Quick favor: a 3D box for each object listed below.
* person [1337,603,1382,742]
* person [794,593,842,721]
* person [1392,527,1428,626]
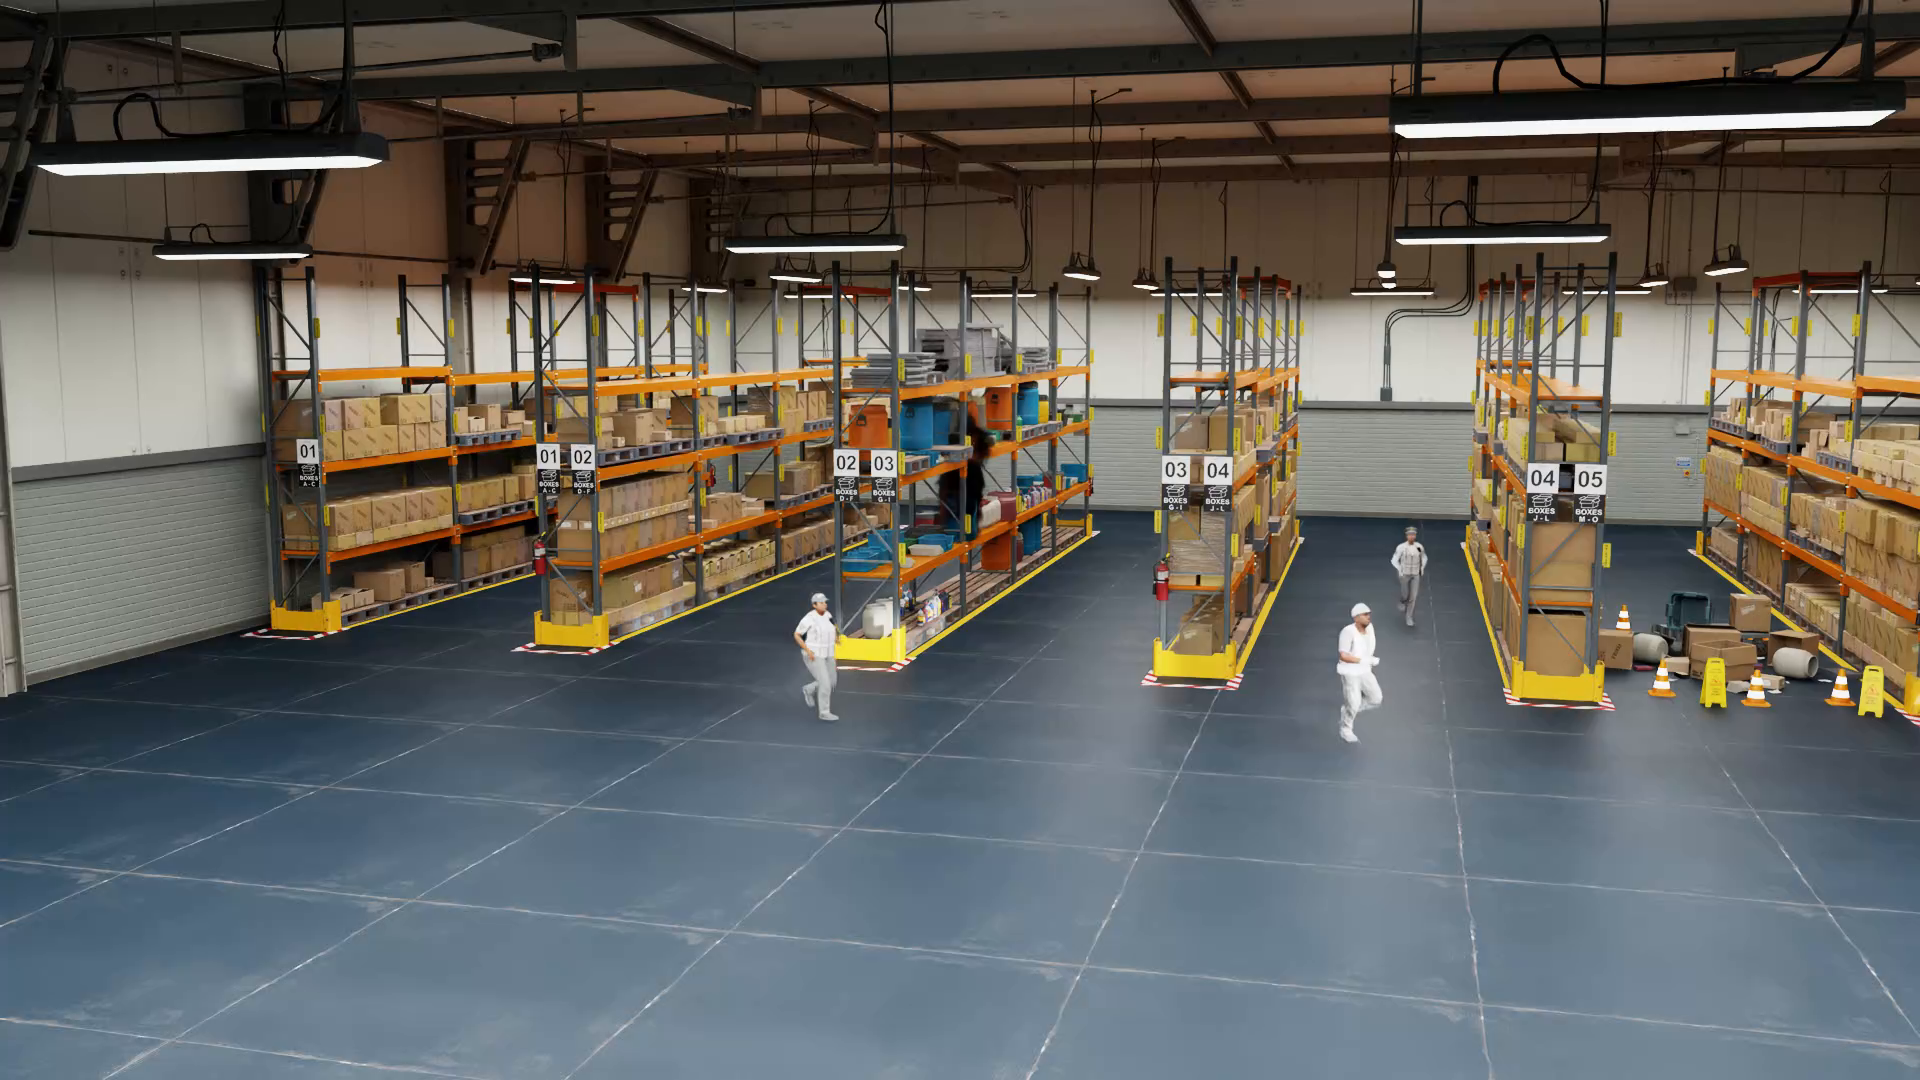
[{"bbox_3d":[4.851,1.610,20.046,0.732,1.724,0.657,-5,9,-36],"label":"person"},{"bbox_3d":[-1.832,1.487,21.400,0.693,1.630,0.609,6,10,41],"label":"person"},{"bbox_3d":[7.685,0.594,28.399,0.617,1.666,0.696,0,7,4],"label":"person"}]
